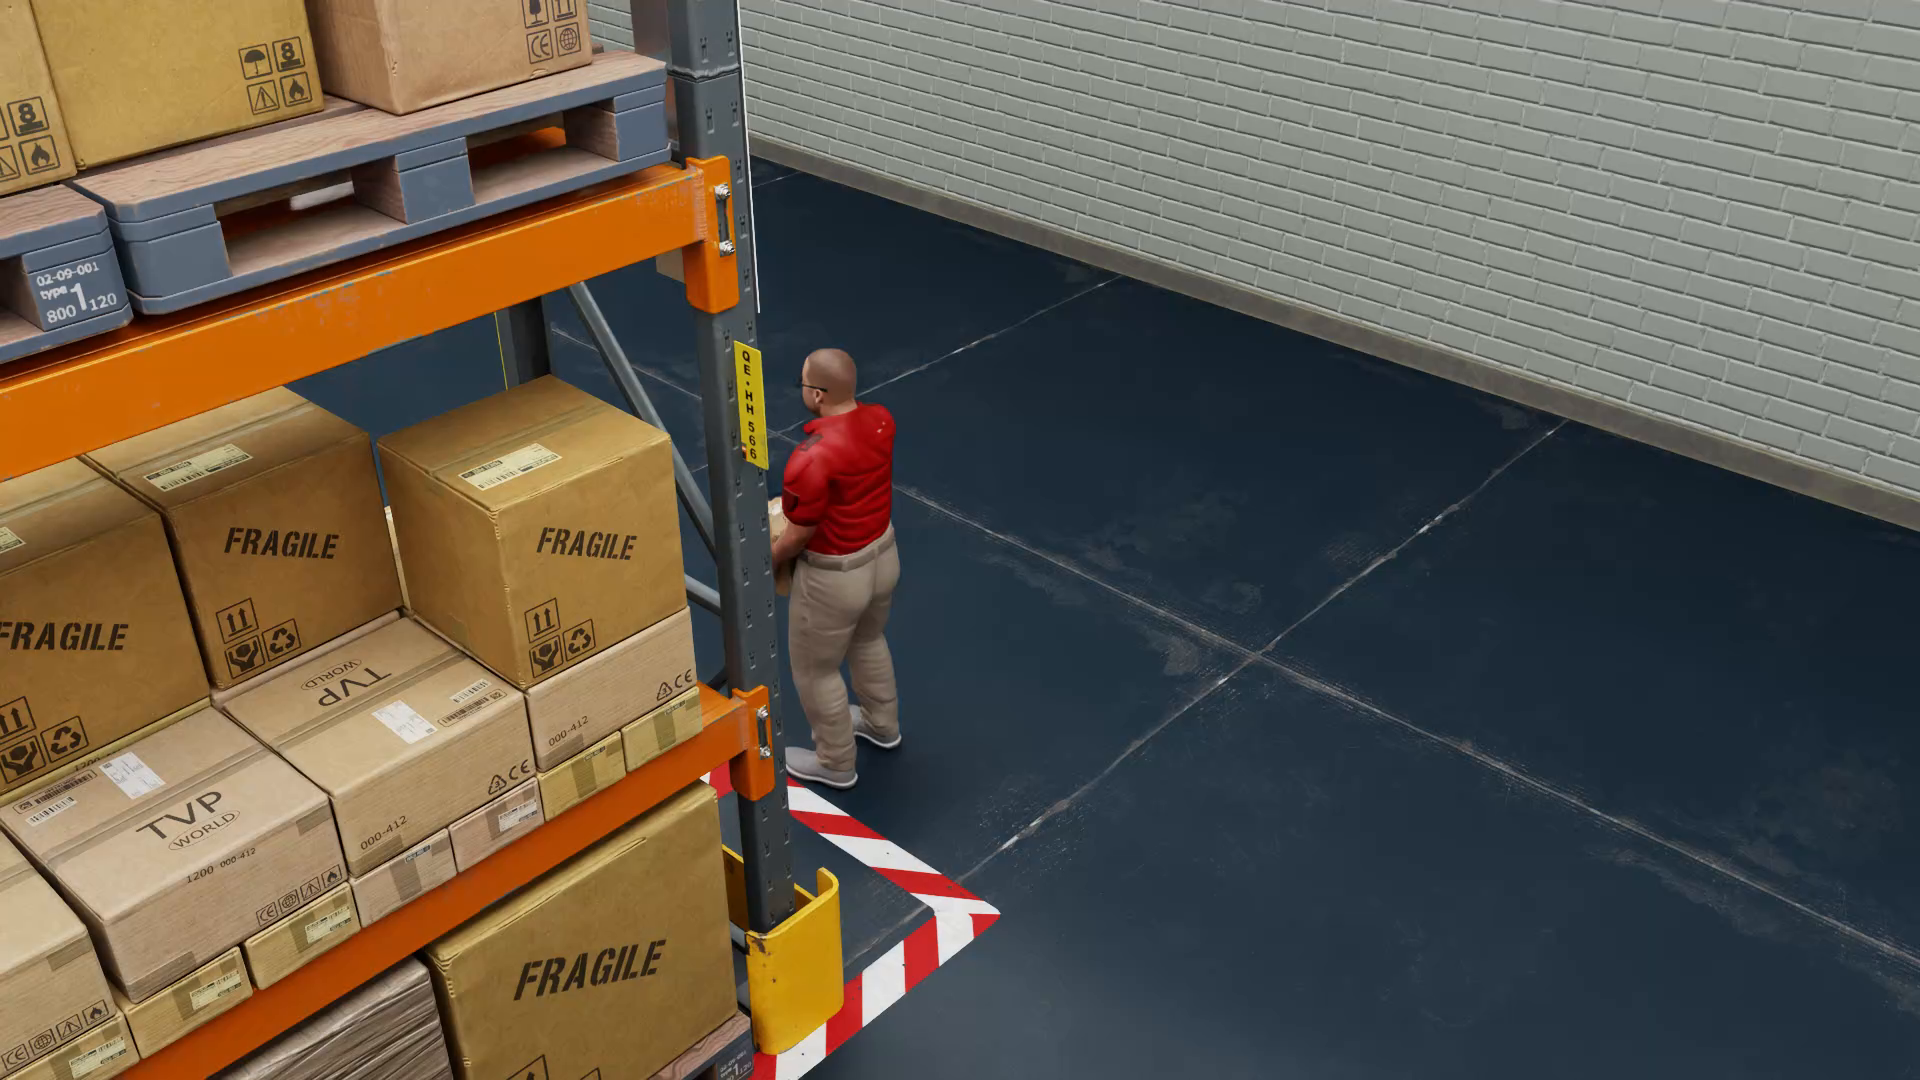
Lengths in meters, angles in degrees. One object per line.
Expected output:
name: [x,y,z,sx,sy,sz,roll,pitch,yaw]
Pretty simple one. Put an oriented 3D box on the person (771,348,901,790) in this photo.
person: [-0.476,0.091,5.990,0.470,1.733,0.532,20,36,29]
